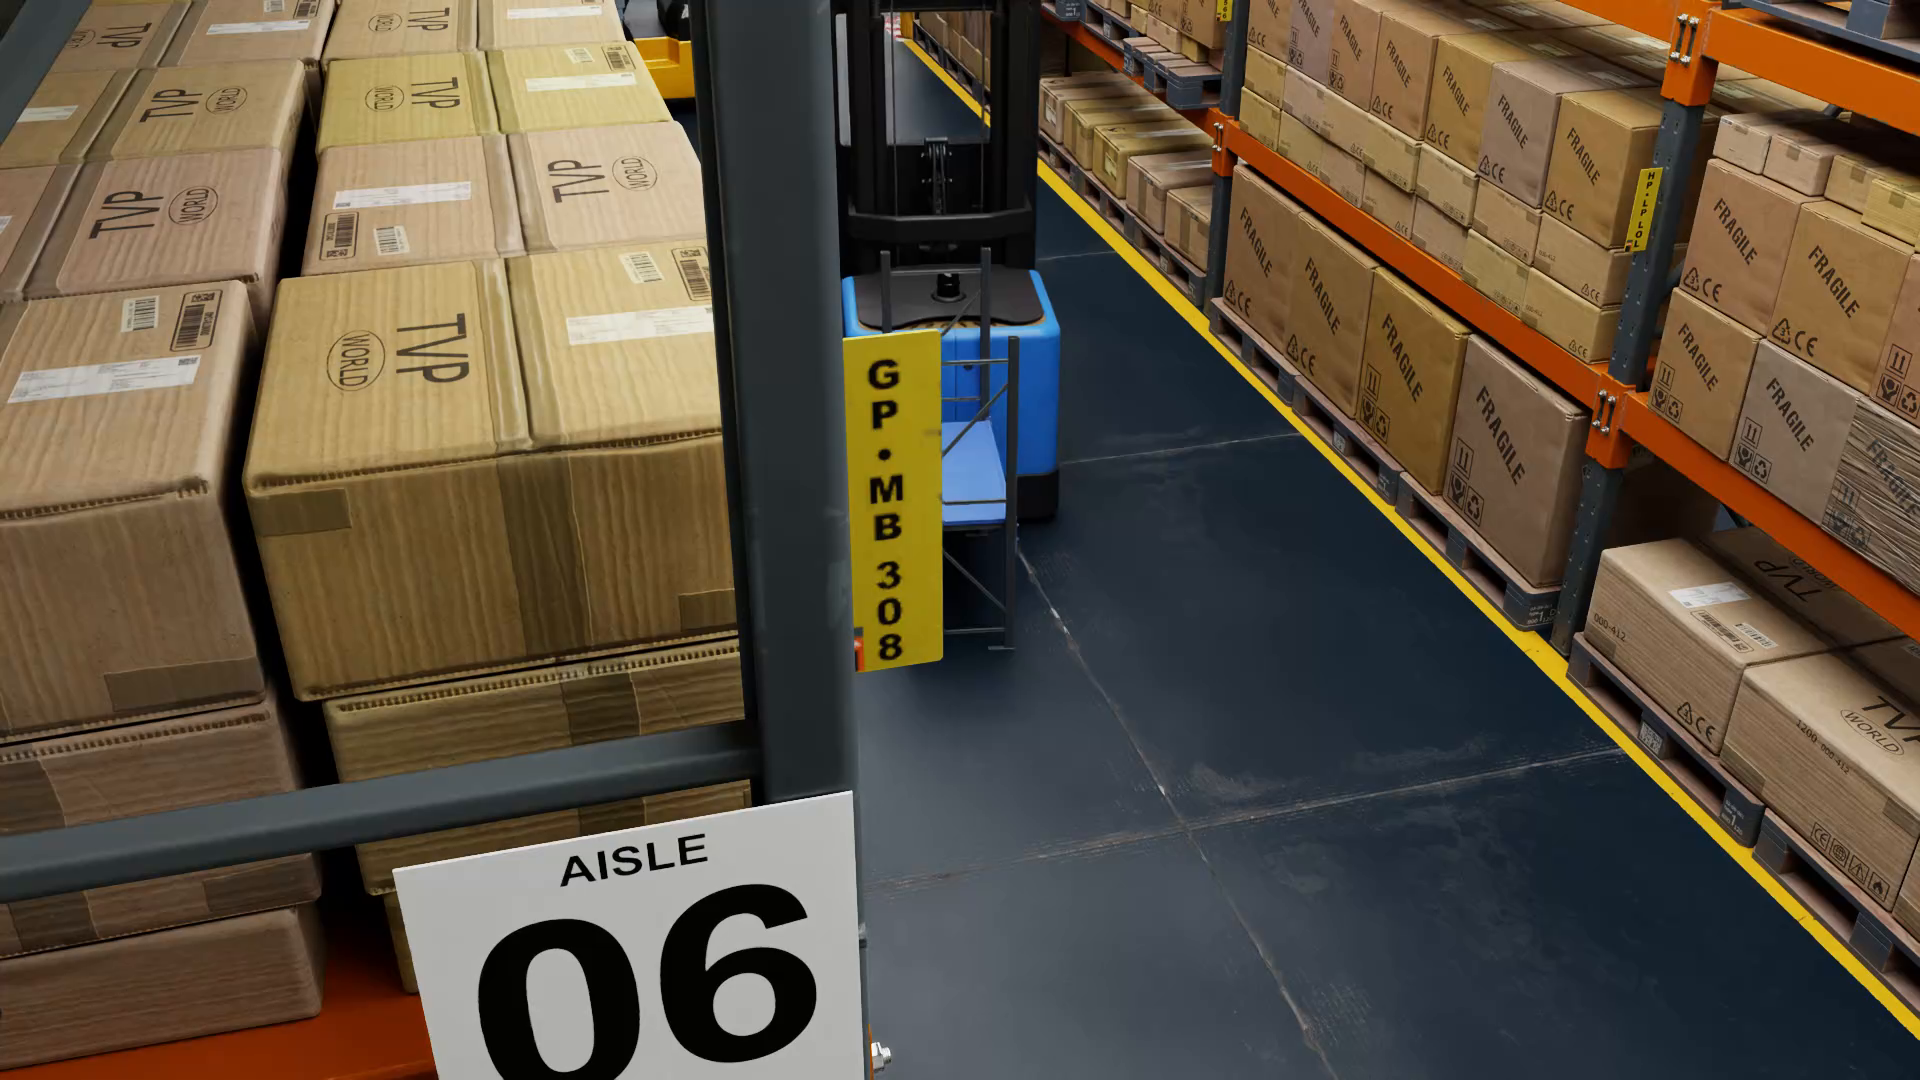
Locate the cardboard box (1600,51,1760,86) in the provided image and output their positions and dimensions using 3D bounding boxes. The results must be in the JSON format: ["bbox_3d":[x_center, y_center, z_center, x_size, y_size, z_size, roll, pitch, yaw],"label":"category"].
[{"bbox_3d":[3.134,-1.839,7.335,0.500,0.500,0.500,-8,31,-14],"label":"cardboard box"}]

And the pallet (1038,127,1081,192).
[{"bbox_3d":[1.220,-3.152,13.484,1.003,0.211,1.213,-8,31,-13],"label":"pallet"}]

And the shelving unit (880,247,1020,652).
[{"bbox_3d":[-0.060,-0.407,7.456,0.538,1.500,1.048,-3,30,-5],"label":"shelving unit"}]

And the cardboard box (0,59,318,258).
[{"bbox_3d":[-1.259,-0.532,2.533,0.500,0.250,0.500,-8,31,-13],"label":"cardboard box"}]

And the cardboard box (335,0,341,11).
[{"bbox_3d":[-1.014,-1.085,3.490,0.500,0.250,0.500,-7,31,-12],"label":"cardboard box"}]

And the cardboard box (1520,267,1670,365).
[{"bbox_3d":[2.773,-0.989,7.113,0.500,0.250,0.500,-9,31,-14],"label":"cardboard box"}]

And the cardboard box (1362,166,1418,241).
[{"bbox_3d":[2.382,-1.730,8.394,0.500,0.250,0.500,-8,31,-13],"label":"cardboard box"}]

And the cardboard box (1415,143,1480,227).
[{"bbox_3d":[2.501,-1.692,7.830,0.500,0.250,0.500,-7,31,-12],"label":"cardboard box"}]

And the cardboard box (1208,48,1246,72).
[{"bbox_3d":[1.760,-3.002,10.274,0.380,0.149,0.250,-7,31,-11],"label":"cardboard box"}]

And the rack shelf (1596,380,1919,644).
[{"bbox_3d":[3.666,0.407,5.271,1.077,0.370,4.000,-8,31,-13],"label":"rack shelf"}]

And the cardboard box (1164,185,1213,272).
[{"bbox_3d":[1.933,-2.121,11.124,0.950,0.372,0.625,-10,32,-17],"label":"cardboard box"}]

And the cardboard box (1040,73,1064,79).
[{"bbox_3d":[0.596,-3.976,14.450,0.500,0.250,0.500,-6,31,-11],"label":"cardboard box"}]

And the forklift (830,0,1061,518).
[{"bbox_3d":[-0.164,-2.055,8.875,1.130,2.935,3.031,-3,30,-5],"label":"forklift"}]

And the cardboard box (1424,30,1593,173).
[{"bbox_3d":[2.515,-2.025,7.657,0.500,0.500,0.500,-7,31,-12],"label":"cardboard box"}]

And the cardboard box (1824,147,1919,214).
[{"bbox_3d":[3.161,-1.201,5.585,0.380,0.149,0.250,-8,31,-14],"label":"cardboard box"}]

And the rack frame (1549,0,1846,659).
[{"bbox_3d":[3.135,-0.870,6.759,1.000,3.000,0.127,-8,31,-13],"label":"rack frame"}]

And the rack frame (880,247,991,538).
[{"bbox_3d":[-0.109,-0.661,7.894,0.500,1.500,0.032,-3,30,-5],"label":"rack frame"}]

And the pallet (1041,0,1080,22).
[{"bbox_3d":[1.075,-4.263,12.812,1.003,0.211,1.213,-8,31,-13],"label":"pallet"}]

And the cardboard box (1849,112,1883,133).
[{"bbox_3d":[3.524,-1.521,6.138,0.380,0.149,0.250,-8,31,-14],"label":"cardboard box"}]

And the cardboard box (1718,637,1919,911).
[{"bbox_3d":[3.437,0.807,6.001,0.875,0.438,0.875,-9,31,-15],"label":"cardboard box"}]

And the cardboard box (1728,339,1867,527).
[{"bbox_3d":[3.137,-0.409,5.862,0.500,0.500,0.500,-8,31,-13],"label":"cardboard box"}]

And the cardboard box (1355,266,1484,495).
[{"bbox_3d":[2.647,-0.857,8.437,0.875,0.875,0.875,-7,31,-12],"label":"cardboard box"}]

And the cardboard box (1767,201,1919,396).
[{"bbox_3d":[3.156,-0.839,5.608,0.500,0.500,0.500,-8,31,-14],"label":"cardboard box"}]

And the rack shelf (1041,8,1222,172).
[{"bbox_3d":[1.543,-3.457,11.946,1.077,0.370,4.000,-8,31,-13],"label":"rack shelf"}]

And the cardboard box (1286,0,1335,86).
[{"bbox_3d":[2.110,-2.769,8.942,0.500,0.500,0.500,-8,31,-13],"label":"cardboard box"}]

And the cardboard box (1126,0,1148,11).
[{"bbox_3d":[1.402,-3.831,11.058,0.500,0.500,0.500,-10,32,-17],"label":"cardboard box"}]

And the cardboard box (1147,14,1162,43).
[{"bbox_3d":[1.450,-3.361,10.893,0.380,0.149,0.250,-9,31,-16],"label":"cardboard box"}]

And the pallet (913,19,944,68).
[{"bbox_3d":[0.152,-5.026,16.722,1.003,0.211,1.213,-8,31,-13],"label":"pallet"}]

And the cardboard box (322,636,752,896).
[{"bbox_3d":[-0.442,0.111,1.923,0.500,0.250,0.500,-8,31,-14],"label":"cardboard box"}]

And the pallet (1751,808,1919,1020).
[{"bbox_3d":[3.589,1.304,5.786,1.003,0.211,1.213,-8,31,-13],"label":"pallet"}]

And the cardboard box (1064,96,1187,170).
[{"bbox_3d":[1.348,-3.179,12.952,0.950,0.372,0.625,-6,31,-10],"label":"cardboard box"}]

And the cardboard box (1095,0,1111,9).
[{"bbox_3d":[1.173,-3.865,11.765,0.380,0.149,0.250,-7,31,-11],"label":"cardboard box"}]

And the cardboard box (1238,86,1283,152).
[{"bbox_3d":[1.961,-2.468,9.669,0.500,0.250,0.500,-8,31,-14],"label":"cardboard box"}]

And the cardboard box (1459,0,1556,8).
[{"bbox_3d":[2.733,-2.576,8.608,0.500,0.500,0.500,-8,31,-13],"label":"cardboard box"}]

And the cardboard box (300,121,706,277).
[{"bbox_3d":[-0.580,-0.351,2.221,0.500,0.250,0.500,-8,31,-14],"label":"cardboard box"}]

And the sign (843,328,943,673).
[{"bbox_3d":[-0.064,-0.025,1.433,0.100,0.325,0.005,-8,31,-13],"label":"sign"}]

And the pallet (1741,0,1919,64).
[{"bbox_3d":[3.343,-1.734,5.345,1.003,0.211,1.213,-8,31,-13],"label":"pallet"}]

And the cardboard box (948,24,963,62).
[{"bbox_3d":[0.183,-4.722,15.740,0.500,0.250,0.500,-6,31,-10],"label":"cardboard box"}]

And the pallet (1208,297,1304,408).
[{"bbox_3d":[2.210,-1.205,10.121,1.003,0.211,1.213,-8,31,-13],"label":"pallet"}]

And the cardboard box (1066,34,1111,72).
[{"bbox_3d":[1.116,-4.371,14.385,0.500,0.500,0.500,-6,31,-11],"label":"cardboard box"}]

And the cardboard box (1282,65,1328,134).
[{"bbox_3d":[2.106,-2.426,9.098,0.500,0.250,0.500,-7,31,-12],"label":"cardboard box"}]

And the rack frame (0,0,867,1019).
[{"bbox_3d":[-0.587,-0.873,0.776,1.000,3.000,0.127,-8,31,-13],"label":"rack frame"}]

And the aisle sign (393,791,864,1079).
[{"bbox_3d":[-0.286,0.592,1.638,0.394,0.787,0.004,-8,31,-13],"label":"aisle sign"}]

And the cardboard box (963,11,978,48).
[{"bbox_3d":[0.323,-4.792,15.112,0.500,0.500,0.500,-6,31,-11],"label":"cardboard box"}]
